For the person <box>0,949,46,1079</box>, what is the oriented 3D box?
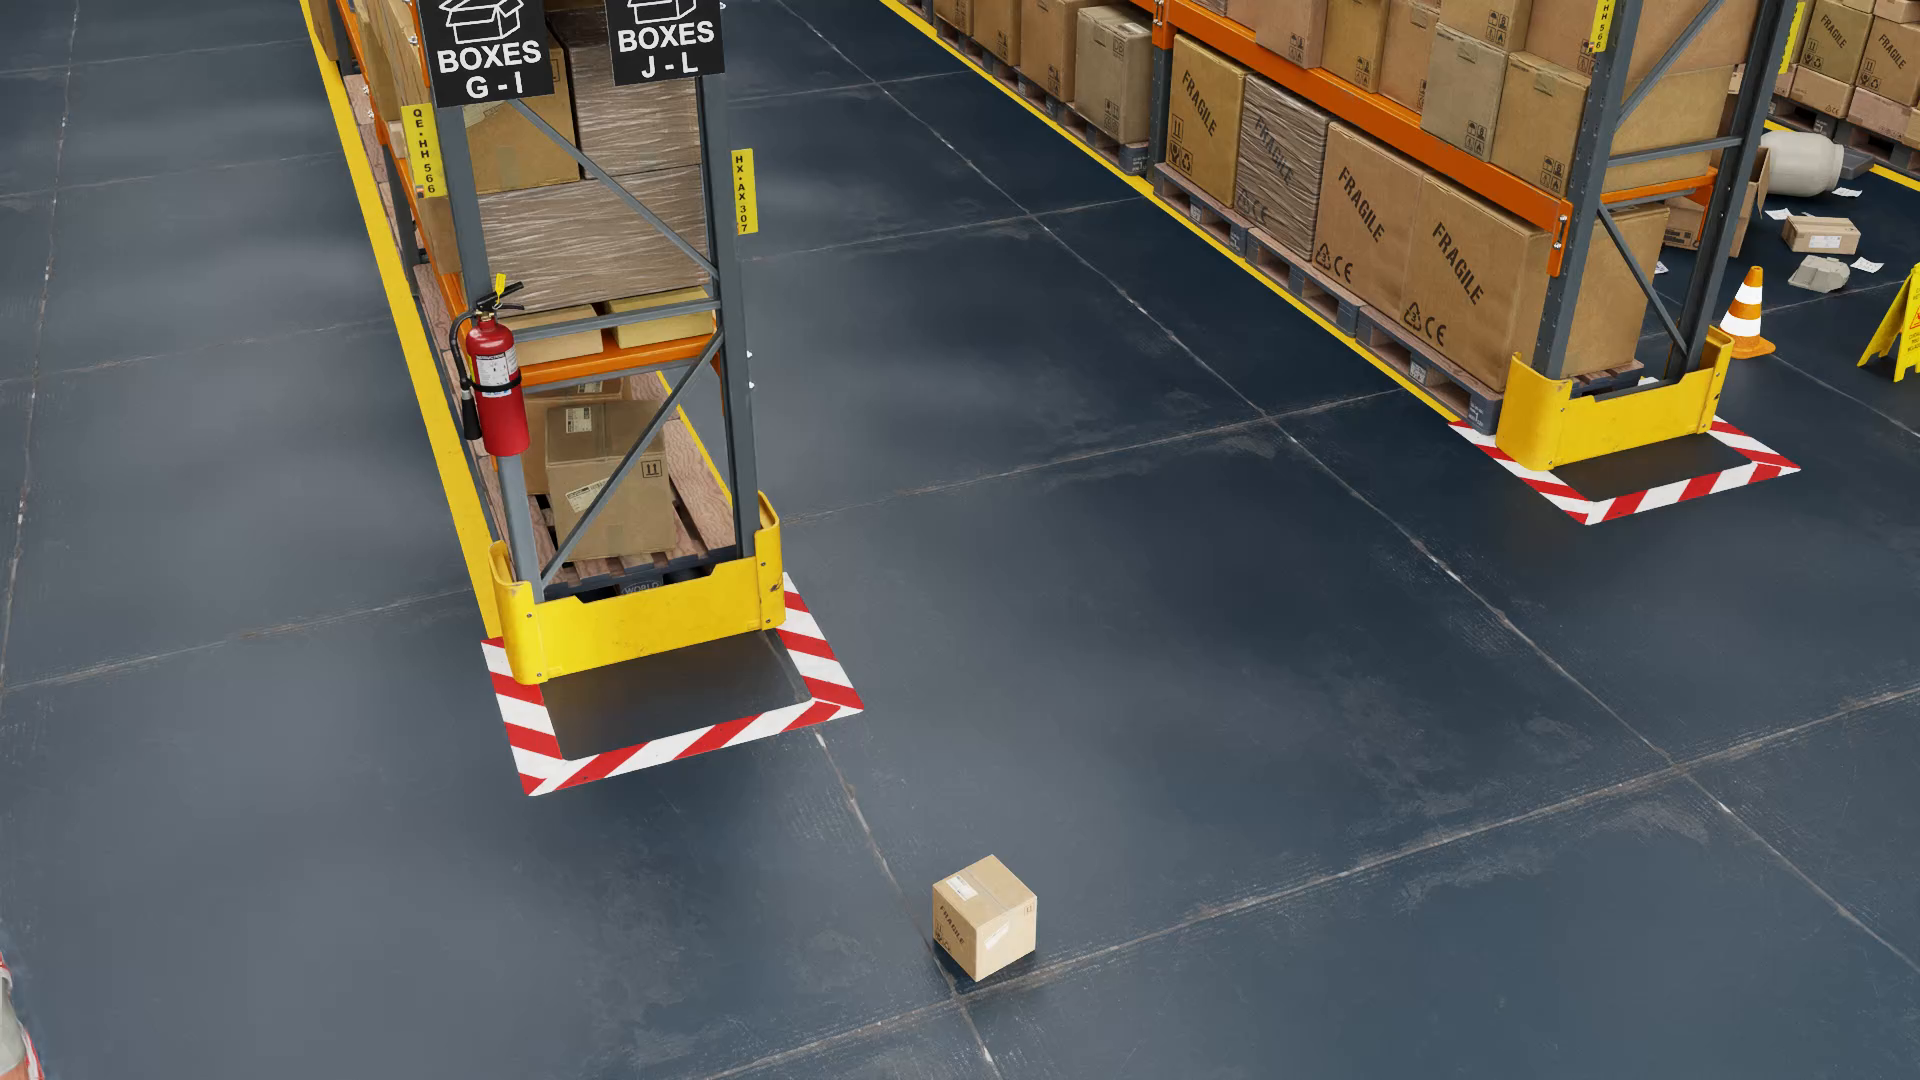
[{"bbox_3d":[-2.335,1.355,4.021,0.757,1.766,0.539,-21,38,-28],"label":"person"}]
